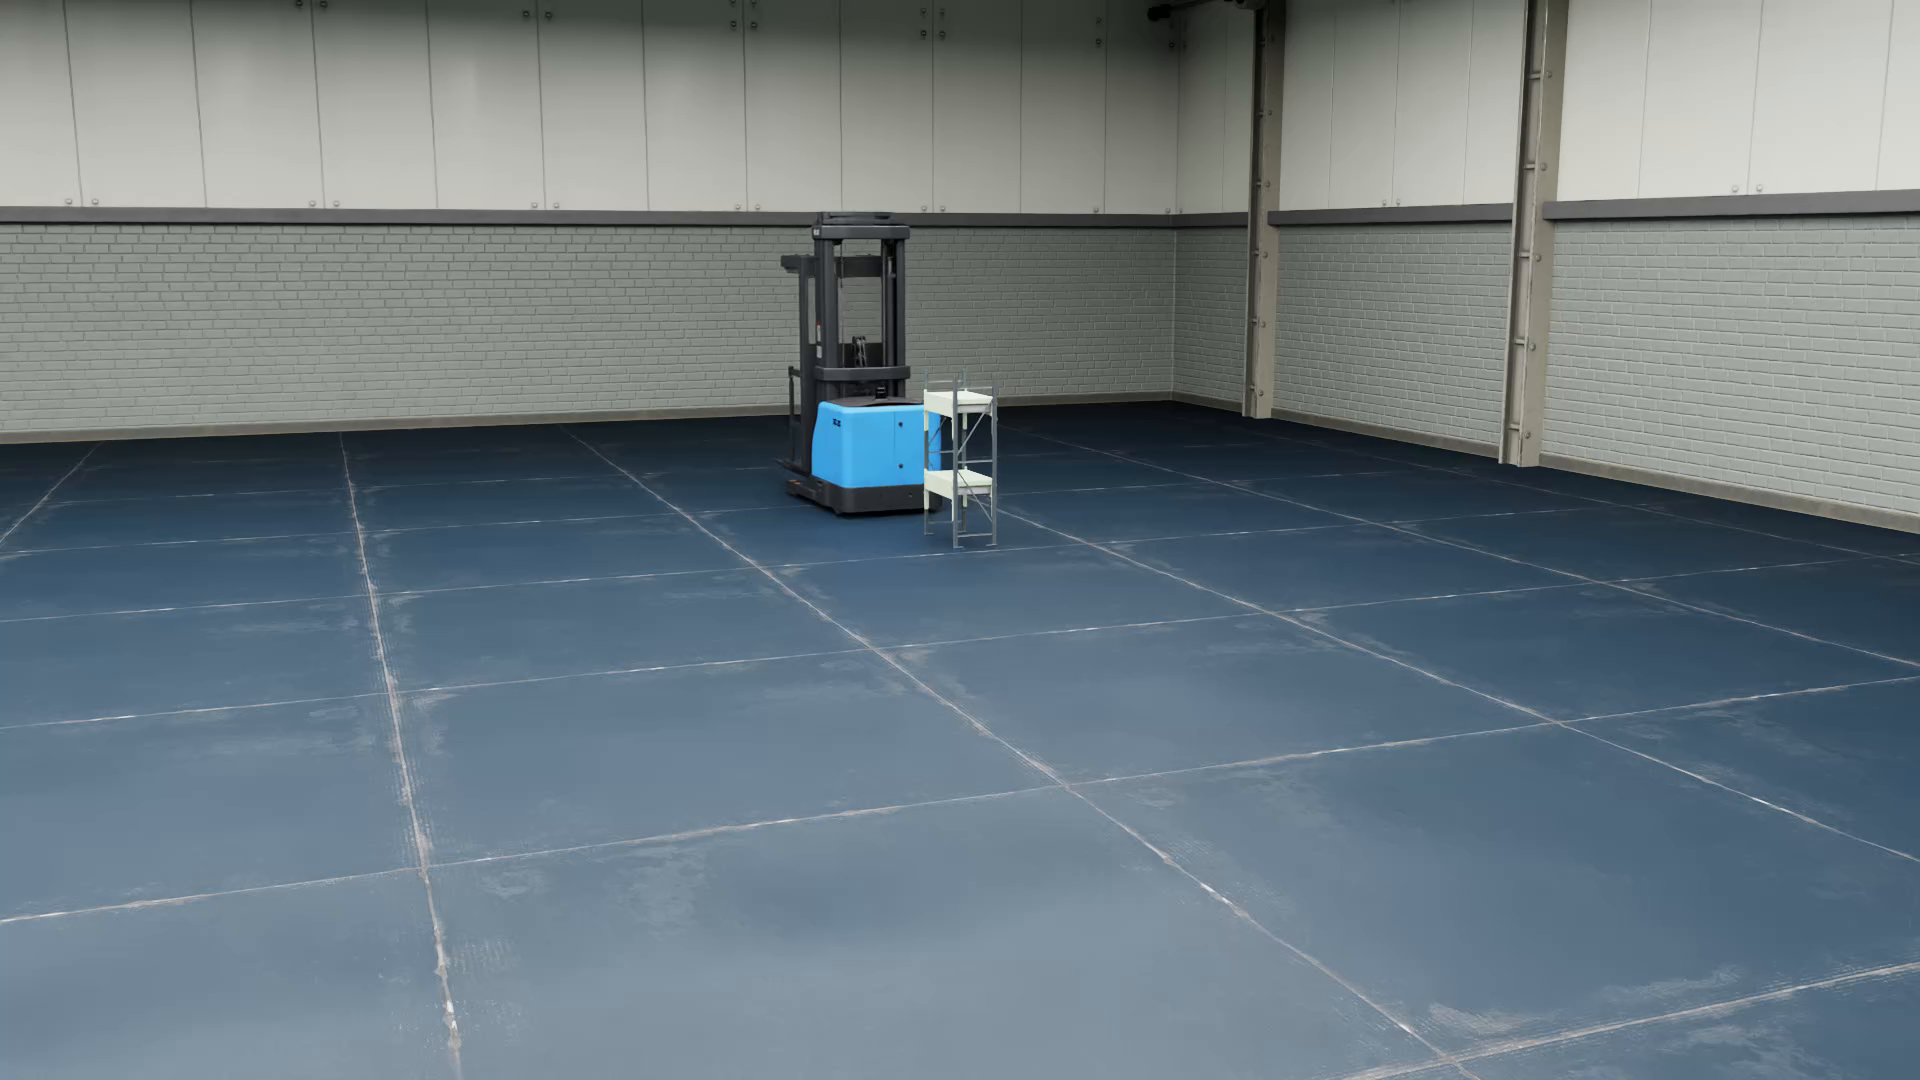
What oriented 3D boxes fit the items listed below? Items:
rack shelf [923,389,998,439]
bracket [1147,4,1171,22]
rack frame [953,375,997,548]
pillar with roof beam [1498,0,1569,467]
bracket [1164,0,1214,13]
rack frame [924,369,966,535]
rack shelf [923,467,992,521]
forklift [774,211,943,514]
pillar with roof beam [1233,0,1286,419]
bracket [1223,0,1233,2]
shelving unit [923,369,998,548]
[{"bbox_3d":[-0.002,-1.124,14.727,0.431,0.370,0.720,-4,11,-21],"label":"rack shelf"},{"bbox_3d":[3.229,-8.526,26.876,0.235,0.232,0.430,-4,11,-21],"label":"bracket"},{"bbox_3d":[0.130,-0.680,14.459,0.400,1.500,0.023,-4,11,-21],"label":"rack frame"},{"bbox_3d":[2.731,-5.069,17.721,9.100,9.000,0.400,-4,11,-21],"label":"pillar with roof beam"},{"bbox_3d":[3.443,-8.429,26.334,0.076,0.066,3.189,-4,11,-21],"label":"bracket"},{"bbox_3d":[-0.135,-0.799,15.131,0.400,1.500,0.023,-4,11,-21],"label":"rack frame"},{"bbox_3d":[-0.002,-0.419,14.852,0.431,0.370,0.720,-4,11,-21],"label":"rack shelf"},{"bbox_3d":[-1.204,-1.909,17.285,1.130,2.935,3.031,-4,11,-22],"label":"forklift"},{"bbox_3d":[0.556,-6.048,23.227,9.100,9.000,0.548,-4,11,-21],"label":"pillar with roof beam"},{"bbox_3d":[4.087,-8.139,24.701,0.235,0.232,0.430,-4,11,-21],"label":"bracket"},{"bbox_3d":[-0.002,-0.739,14.795,0.431,1.500,0.755,-4,11,-21],"label":"shelving unit"}]
